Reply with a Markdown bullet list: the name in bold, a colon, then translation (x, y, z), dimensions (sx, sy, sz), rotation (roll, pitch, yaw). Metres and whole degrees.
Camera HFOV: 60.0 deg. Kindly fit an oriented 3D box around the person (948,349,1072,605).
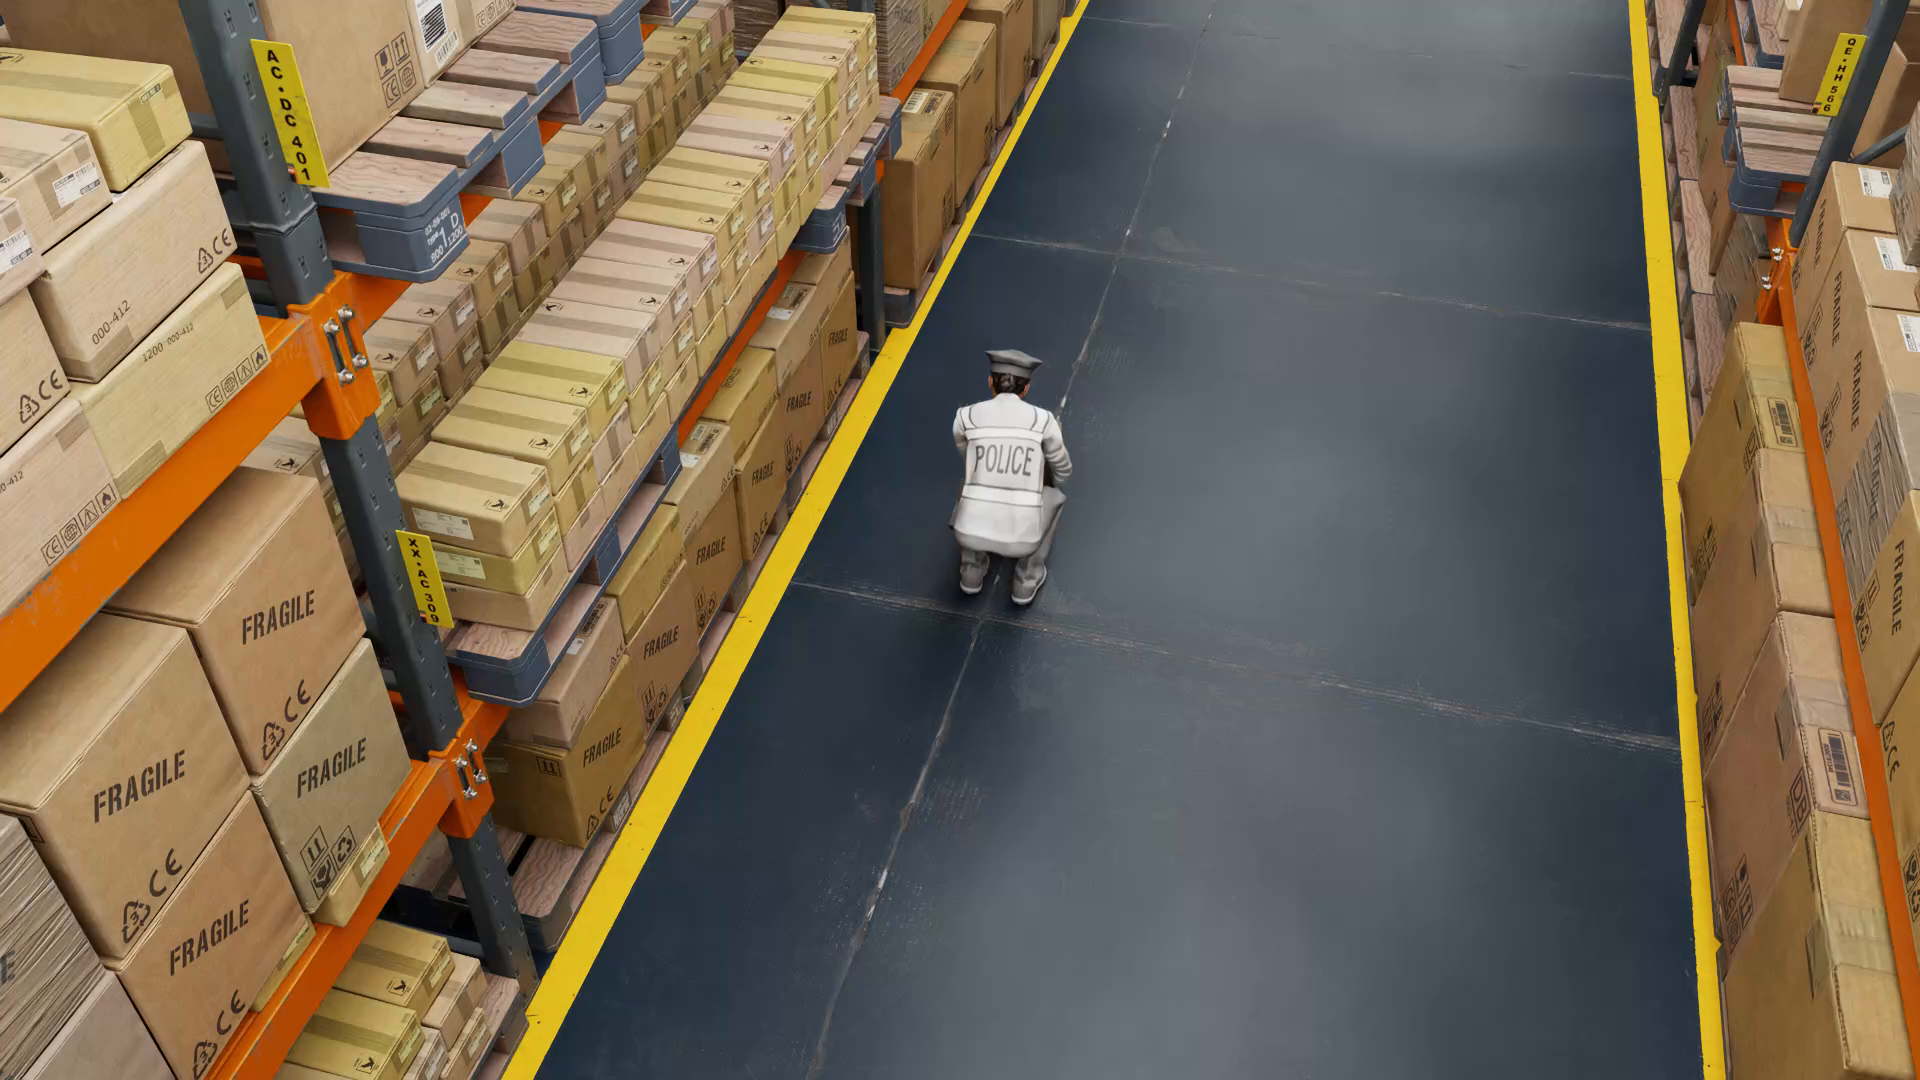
- **person**: translation (0.197, -0.266, 7.000), dimensions (0.497, 0.964, 0.821), rotation (10, 42, 11)
